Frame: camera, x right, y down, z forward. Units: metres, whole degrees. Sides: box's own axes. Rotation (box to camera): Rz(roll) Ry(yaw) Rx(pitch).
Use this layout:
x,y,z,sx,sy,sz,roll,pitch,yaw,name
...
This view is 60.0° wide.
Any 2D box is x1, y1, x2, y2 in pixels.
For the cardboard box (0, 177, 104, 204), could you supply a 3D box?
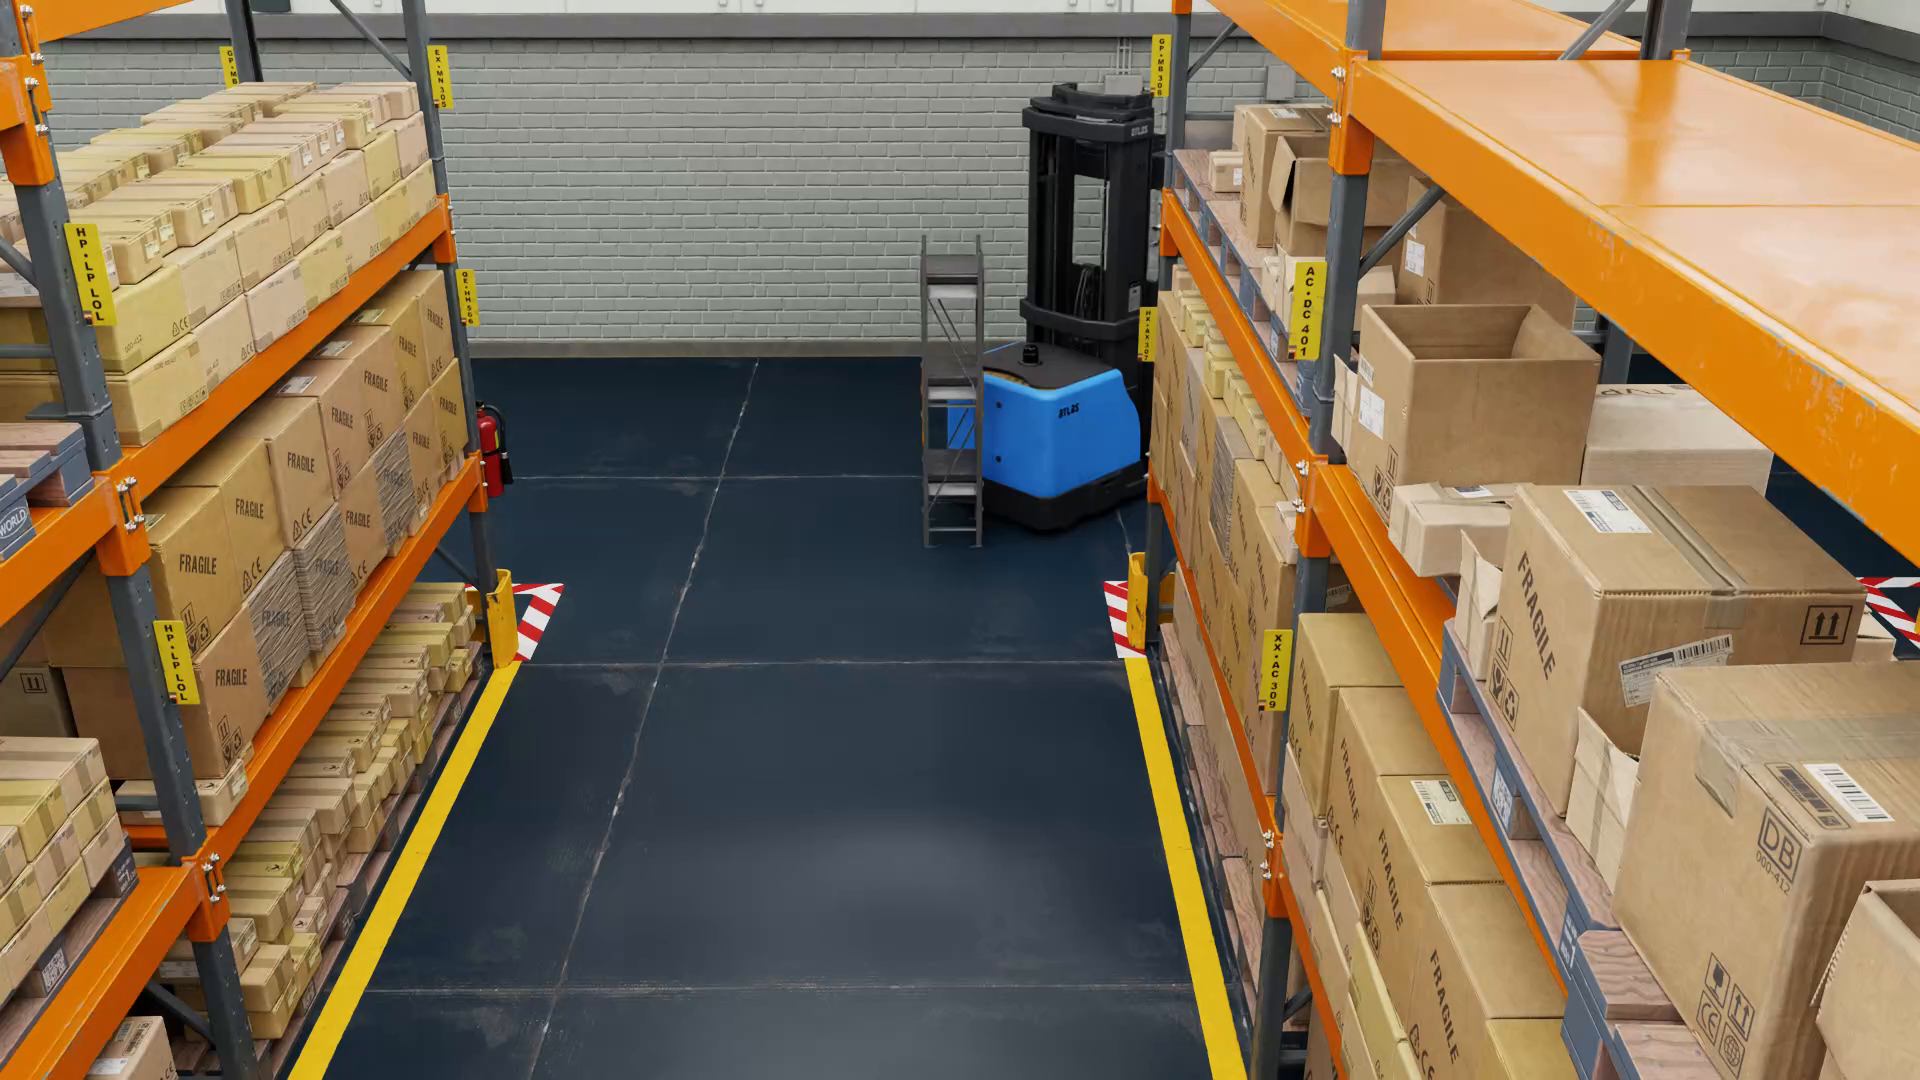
x,y,z,sx,sy,sz,roll,pitch,yaw,name
-3.565,-1.307,6.452,0.380,0.149,0.250,-1,24,-3,cardboard box

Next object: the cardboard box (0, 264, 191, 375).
x,y,z,sx,sy,sz,roll,pitch,yaw,name
-3.034,-0.768,5.743,0.500,0.250,0.500,1,24,1,cardboard box

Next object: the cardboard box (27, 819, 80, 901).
x,y,z,sx,sy,sz,roll,pitch,yaw,name
-3.063,1.017,5.296,0.380,0.149,0.250,0,24,0,cardboard box

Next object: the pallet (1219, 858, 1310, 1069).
x,y,z,sx,sy,sz,roll,pitch,yaw,name
1.750,1.851,7.402,1.003,0.211,1.213,0,24,-1,pallet

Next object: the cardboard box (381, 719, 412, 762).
x,y,z,sx,sy,sz,roll,pitch,yaw,name
-3.011,1.031,8.419,0.380,0.149,0.250,1,24,2,cardboard box

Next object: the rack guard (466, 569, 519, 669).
x,y,z,sx,sy,sz,roll,pitch,yaw,name
-3.312,0.480,10.082,1.175,0.500,0.348,0,24,-1,rack guard

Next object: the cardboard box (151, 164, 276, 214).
x,y,z,sx,sy,sz,roll,pitch,yaw,name
-2.996,-1.413,6.685,0.380,0.149,0.250,1,24,2,cardboard box

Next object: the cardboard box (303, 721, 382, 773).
x,y,z,sx,sy,sz,roll,pitch,yaw,name
-3.057,1.007,8.111,0.380,0.149,0.250,0,24,0,cardboard box

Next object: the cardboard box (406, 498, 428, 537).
x,y,z,sx,sy,sz,roll,pitch,yaw,name
-3.017,-0.132,8.707,0.380,0.149,0.250,0,24,1,cardboard box

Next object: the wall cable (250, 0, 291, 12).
x,y,z,sx,sy,sz,roll,pitch,yaw,name
-4.888,-7.255,12.966,2.277,5.999,0.120,0,24,-1,wall cable

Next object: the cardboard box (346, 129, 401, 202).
x,y,z,sx,sy,sz,roll,pitch,yaw,name
-3.046,-1.817,8.063,0.500,0.250,0.500,-1,24,-2,cardboard box

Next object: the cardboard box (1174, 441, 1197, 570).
x,y,z,sx,sy,sz,roll,pitch,yaw,name
1.375,-0.183,8.393,0.500,0.500,0.500,0,24,-1,cardboard box

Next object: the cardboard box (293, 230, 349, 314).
x,y,z,sx,sy,sz,roll,pitch,yaw,name
-3.013,-1.169,7.237,0.500,0.250,0.500,1,24,2,cardboard box

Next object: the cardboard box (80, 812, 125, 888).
x,y,z,sx,sy,sz,roll,pitch,yaw,name
-3.067,1.044,5.598,0.380,0.149,0.250,-1,24,-2,cardboard box

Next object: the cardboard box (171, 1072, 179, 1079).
x,y,z,sx,sy,sz,roll,pitch,yaw,name
-3.009,2.209,5.749,0.500,0.500,0.500,-1,24,-2,cardboard box

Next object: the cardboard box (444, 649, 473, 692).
x,y,z,sx,sy,sz,roll,pitch,yaw,name
-2.994,0.739,9.427,0.380,0.149,0.250,0,24,1,cardboard box

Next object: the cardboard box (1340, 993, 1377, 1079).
x,y,z,sx,sy,sz,roll,pitch,yaw,name
1.417,1.569,4.822,0.500,0.250,0.500,0,24,-1,cardboard box

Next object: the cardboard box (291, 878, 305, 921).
x,y,z,sx,sy,sz,roll,pitch,yaw,name
-3.084,1.575,7.217,0.380,0.149,0.250,0,24,-1,cardboard box

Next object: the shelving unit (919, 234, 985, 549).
x,y,z,sx,sy,sz,roll,pitch,yaw,name
-0.054,-1.001,11.415,0.431,2.100,0.503,0,24,-1,shelving unit

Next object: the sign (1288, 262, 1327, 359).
x,y,z,sx,sy,sz,roll,pitch,yaw,name
1.125,-0.741,5.386,0.100,0.325,0.005,0,24,-1,sign

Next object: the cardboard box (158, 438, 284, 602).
x,y,z,sx,sy,sz,roll,pitch,yaw,name
-3.051,-0.079,6.590,0.500,0.500,0.500,-1,24,-2,cardboard box

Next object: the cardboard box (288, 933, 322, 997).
x,y,z,sx,sy,sz,roll,pitch,yaw,name
-2.954,1.804,7.071,0.380,0.149,0.250,0,24,1,cardboard box

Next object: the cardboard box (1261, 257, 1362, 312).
x,y,z,sx,sy,sz,roll,pitch,yaw,name
1.350,-0.966,6.280,0.380,0.149,0.250,0,24,1,cardboard box

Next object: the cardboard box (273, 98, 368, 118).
x,y,z,sx,sy,sz,roll,pitch,yaw,name
-3.107,-2.055,8.105,0.380,0.149,0.250,-1,24,-2,cardboard box

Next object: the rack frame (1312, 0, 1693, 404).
x,y,z,sx,sy,sz,roll,pitch,yaw,name
1.680,-1.840,4.897,1.000,3.000,0.127,0,24,-1,rack frame

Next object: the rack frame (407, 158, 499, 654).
x,y,z,sx,sy,sz,roll,pitch,yaw,name
-3.312,-0.690,9.637,1.000,3.000,0.127,0,24,-1,rack frame

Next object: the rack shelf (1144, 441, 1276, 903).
x,y,z,sx,sy,sz,roll,pitch,yaw,name
1.658,0.398,8.104,1.077,0.370,4.000,0,24,-1,rack shelf

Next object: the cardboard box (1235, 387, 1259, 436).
x,y,z,sx,sy,sz,roll,pitch,yaw,name
1.407,-0.555,7.216,0.380,0.149,0.250,-1,24,-2,cardboard box

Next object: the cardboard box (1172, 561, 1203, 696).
x,y,z,sx,sy,sz,roll,pitch,yaw,name
1.743,0.493,9.619,0.875,0.438,0.875,-1,24,-2,cardboard box

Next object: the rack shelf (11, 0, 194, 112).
x,y,z,sx,sy,sz,roll,pitch,yaw,name
-3.291,-2.270,6.727,1.077,0.370,4.000,0,24,-1,rack shelf

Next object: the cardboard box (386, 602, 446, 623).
x,y,z,sx,sy,sz,roll,pitch,yaw,name
-3.108,0.467,9.306,0.380,0.149,0.250,0,24,0,cardboard box

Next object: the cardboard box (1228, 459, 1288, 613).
x,y,z,sx,sy,sz,roll,pitch,yaw,name
1.401,-0.010,6.796,0.500,0.500,0.500,-1,24,-1,cardboard box

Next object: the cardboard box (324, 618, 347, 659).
x,y,z,sx,sy,sz,roll,pitch,yaw,name
-3.008,0.412,7.505,0.380,0.149,0.250,1,24,2,cardboard box

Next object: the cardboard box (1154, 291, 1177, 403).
x,y,z,sx,sy,sz,roll,pitch,yaw,name
1.357,-1.056,9.111,0.500,0.500,0.500,-1,24,-2,cardboard box

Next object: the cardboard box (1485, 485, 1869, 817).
x,y,z,sx,sy,sz,roll,pitch,yaw,name
1.414,0.214,3.367,0.500,0.500,0.500,0,24,0,cardboard box

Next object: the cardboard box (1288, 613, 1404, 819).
x,y,z,sx,sy,sz,roll,pitch,yaw,name
1.397,0.575,5.503,0.500,0.500,0.500,0,24,0,cardboard box

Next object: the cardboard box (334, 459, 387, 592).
x,y,z,sx,sy,sz,roll,pitch,yaw,name
-3.040,-0.061,7.762,0.500,0.500,0.500,1,24,2,cardboard box

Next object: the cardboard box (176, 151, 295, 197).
x,y,z,sx,sy,sz,roll,pitch,yaw,name
-3.012,-1.521,6.924,0.380,0.149,0.250,-1,24,-2,cardboard box

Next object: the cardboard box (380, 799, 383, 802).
x,y,z,sx,sy,sz,roll,pitch,yaw,name
-3.086,1.272,8.248,0.380,0.149,0.250,0,24,1,cardboard box

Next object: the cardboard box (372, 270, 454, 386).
x,y,z,sx,sy,sz,roll,pitch,yaw,name
-3.059,-1.140,8.934,0.500,0.500,0.500,-1,24,-2,cardboard box

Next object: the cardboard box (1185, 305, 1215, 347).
x,y,z,sx,sy,sz,roll,pitch,yaw,name
1.346,-1.080,8.376,0.380,0.149,0.250,-1,24,-2,cardboard box

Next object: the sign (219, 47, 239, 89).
x,y,z,sx,sy,sz,roll,pitch,yaw,name
-3.855,-2.453,8.833,0.100,0.325,0.005,0,24,-1,sign

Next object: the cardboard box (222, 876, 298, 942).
x,y,z,sx,sy,sz,roll,pitch,yaw,name
-3.009,1.538,6.938,0.380,0.149,0.250,1,24,2,cardboard box

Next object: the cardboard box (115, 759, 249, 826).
x,y,z,sx,sy,sz,roll,pitch,yaw,name
-2.945,0.954,6.305,0.380,0.149,0.250,1,24,1,cardboard box

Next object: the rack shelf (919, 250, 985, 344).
x,y,z,sx,sy,sz,roll,pitch,yaw,name
-0.054,-1.626,11.132,0.431,0.518,0.480,0,24,-1,rack shelf

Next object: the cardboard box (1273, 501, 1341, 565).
x,y,z,sx,sy,sz,roll,pitch,yaw,name
1.358,-0.028,6.051,0.380,0.149,0.250,-1,24,-2,cardboard box

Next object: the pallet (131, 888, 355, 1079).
x,y,z,sx,sy,sz,roll,pitch,yaw,name
-3.312,1.952,7.178,1.003,0.211,1.213,0,24,-1,pallet

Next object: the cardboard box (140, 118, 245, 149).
x,y,z,sx,sy,sz,roll,pitch,yaw,name
-3.511,-1.841,7.631,0.380,0.149,0.250,0,24,1,cardboard box

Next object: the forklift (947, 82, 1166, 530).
x,y,z,sx,sy,sz,roll,pitch,yaw,name
1.277,-1.921,12.441,1.130,2.935,3.031,22,32,39,forklift

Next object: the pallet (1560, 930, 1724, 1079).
x,y,z,sx,sy,sz,roll,pitch,yaw,name
1.663,0.996,2.496,1.213,0.211,1.003,1,24,2,pallet

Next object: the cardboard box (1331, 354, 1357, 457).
x,y,z,sx,sy,sz,roll,pitch,yaw,name
1.335,-0.395,4.997,0.396,0.266,0.258,0,24,-1,cardboard box
